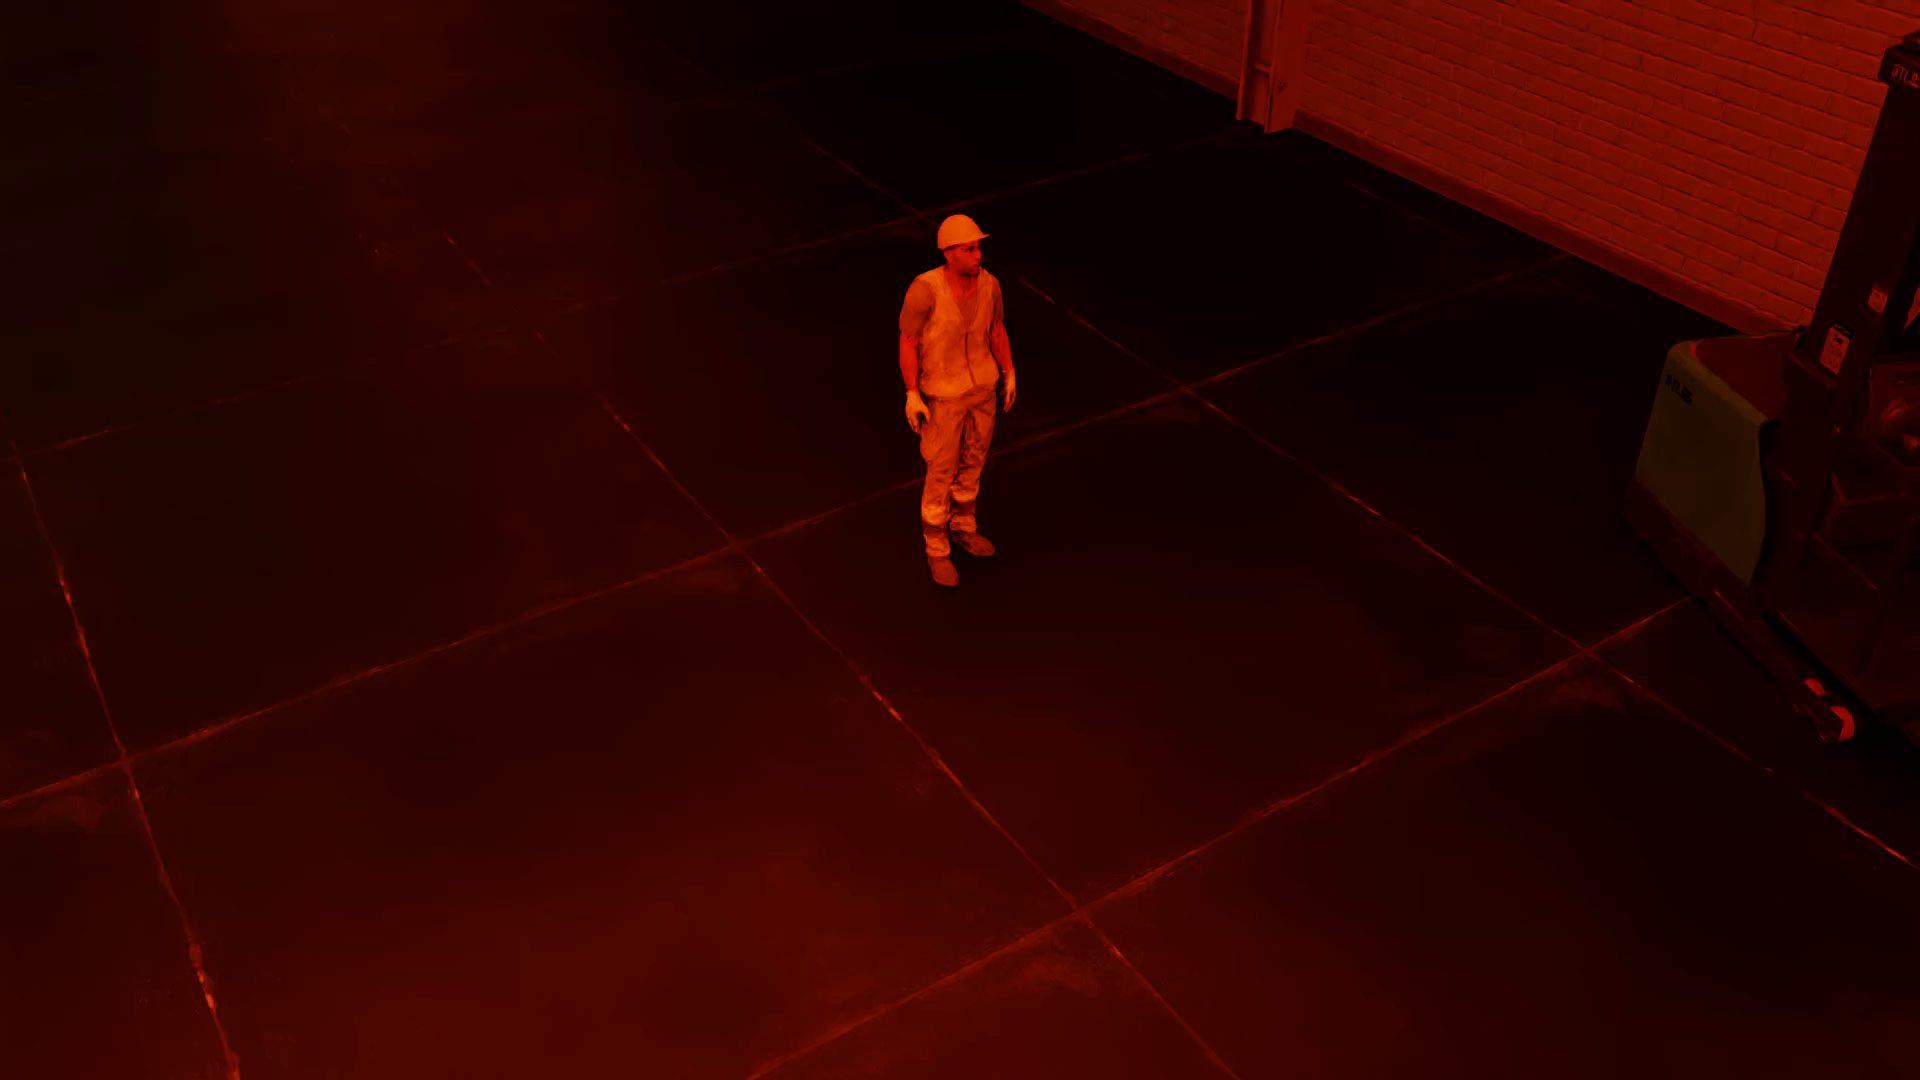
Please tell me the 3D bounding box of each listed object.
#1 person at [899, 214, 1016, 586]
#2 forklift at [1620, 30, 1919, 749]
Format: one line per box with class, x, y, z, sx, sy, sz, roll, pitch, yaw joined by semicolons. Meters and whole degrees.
person;0.035;-0.696;8.119;0.637;1.787;0.563;-21;40;-27
forklift;4.316;-0.538;6.913;1.130;2.935;3.031;-8;36;-11
